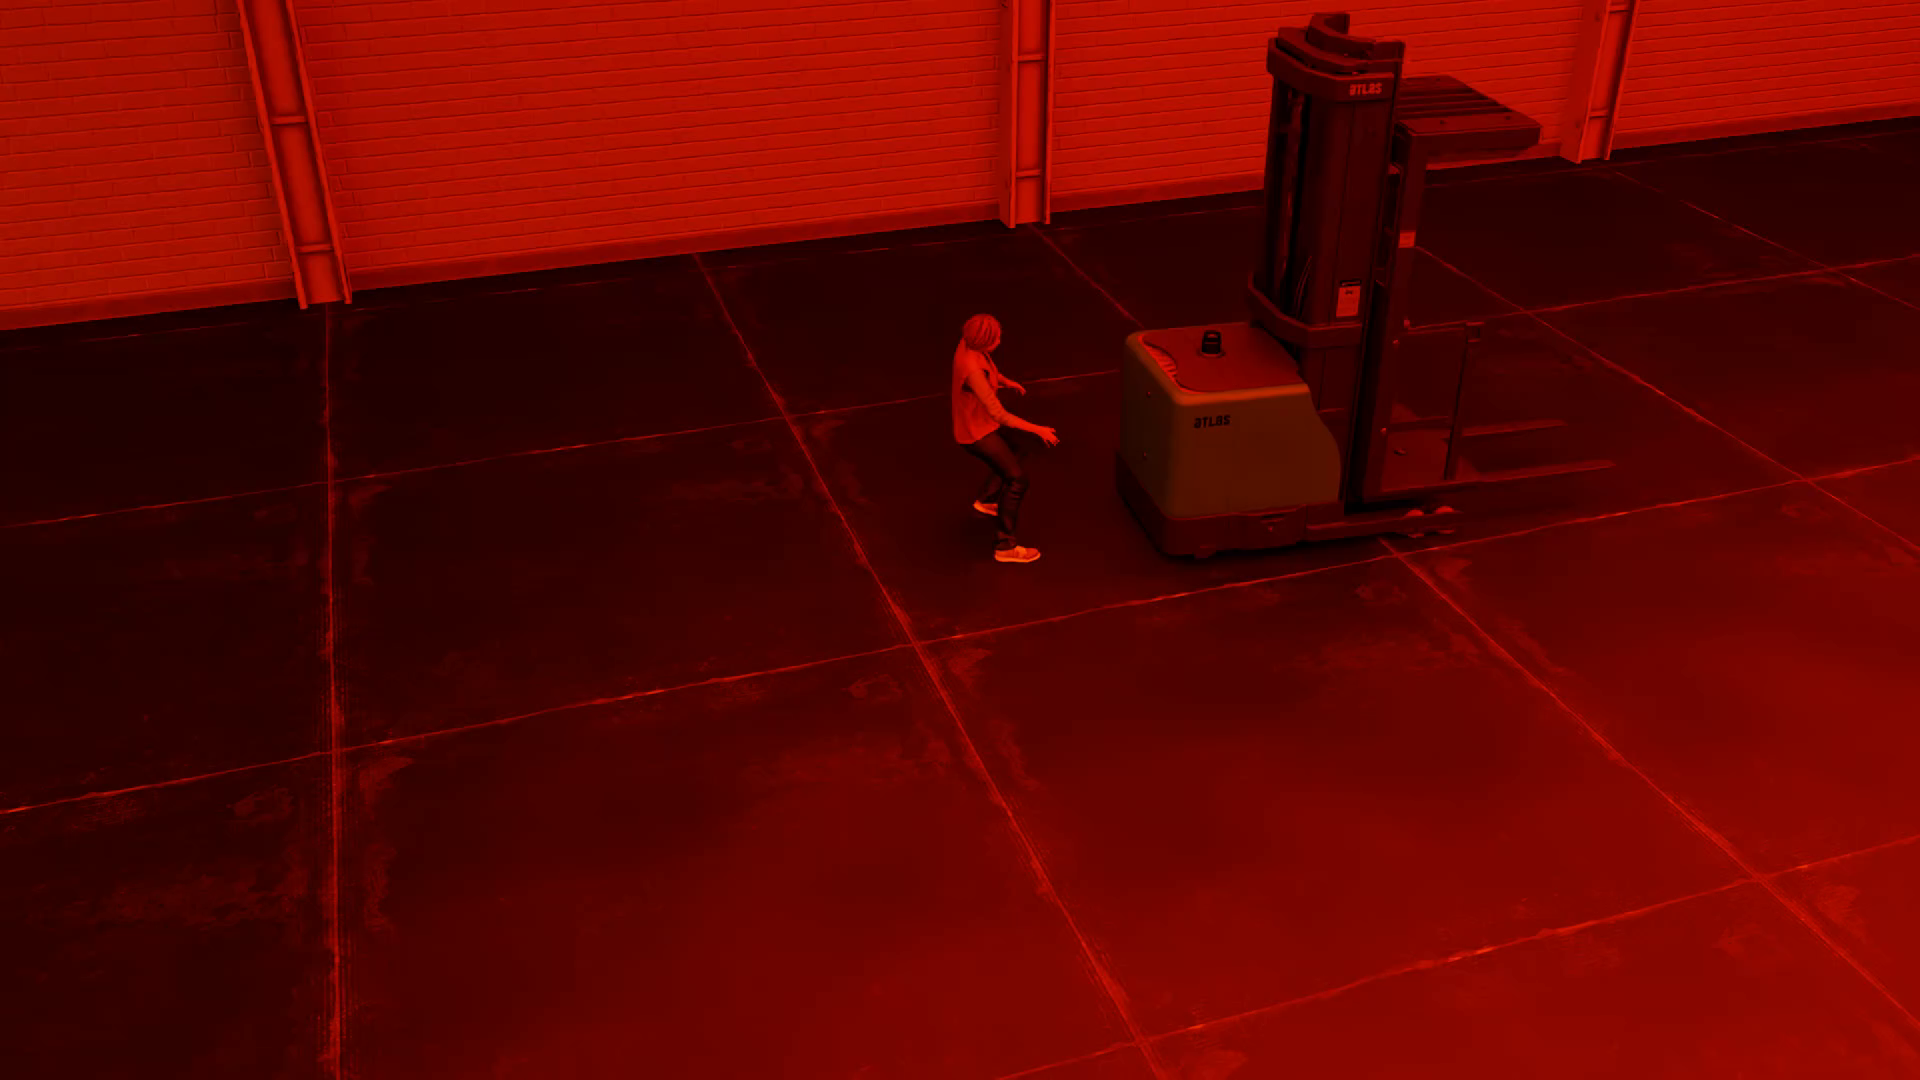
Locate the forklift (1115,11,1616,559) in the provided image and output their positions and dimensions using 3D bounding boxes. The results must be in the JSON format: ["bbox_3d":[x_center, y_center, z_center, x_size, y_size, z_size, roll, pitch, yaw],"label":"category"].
[{"bbox_3d":[2.552,-1.534,9.753,3.031,2.935,1.130,-7,31,-11],"label":"forklift"}]

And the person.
[{"bbox_3d":[0.256,-0.657,9.725,0.606,1.433,0.718,-1,30,-1],"label":"person"}]
